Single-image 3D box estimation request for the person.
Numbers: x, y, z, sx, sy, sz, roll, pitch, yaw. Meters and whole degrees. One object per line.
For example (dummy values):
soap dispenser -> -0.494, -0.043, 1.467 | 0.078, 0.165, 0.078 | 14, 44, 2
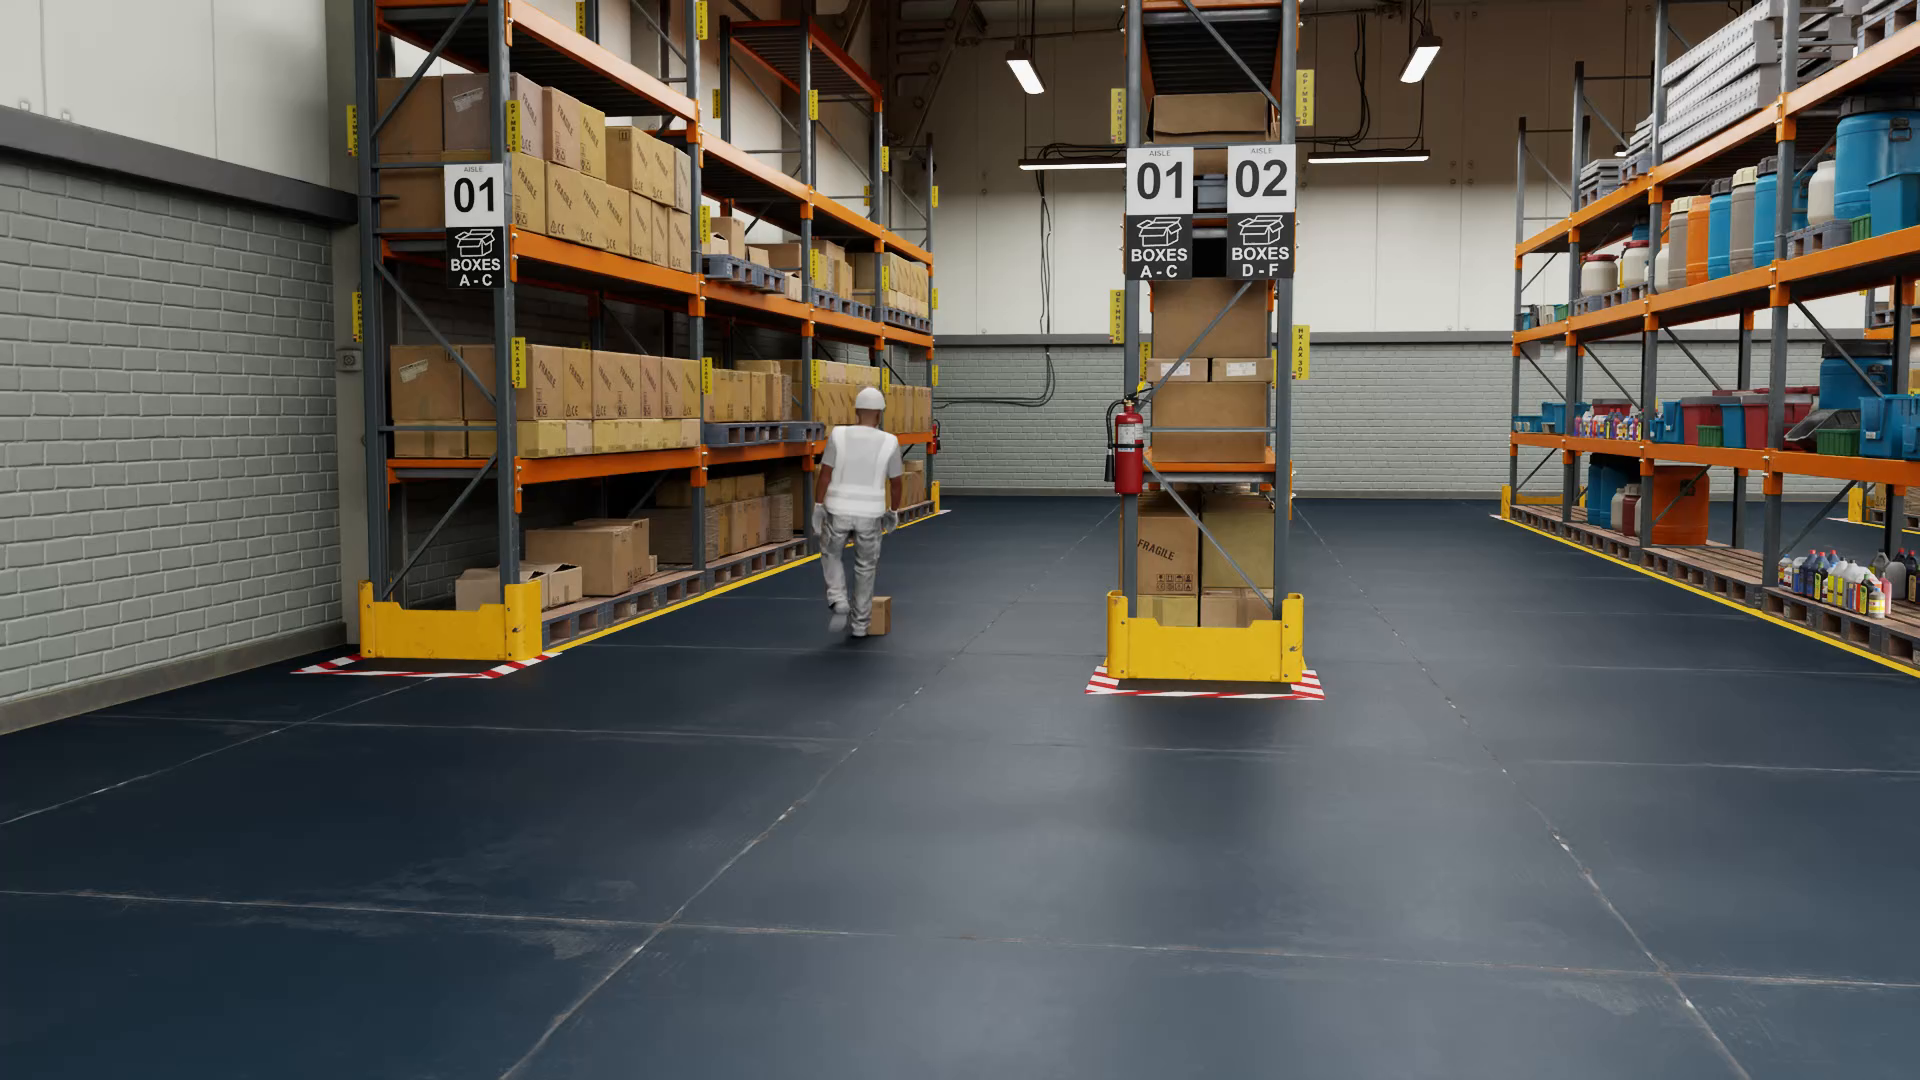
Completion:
person -> -0.719, -0.190, 11.778 | 0.639, 1.773, 0.655 | 0, 4, -1
